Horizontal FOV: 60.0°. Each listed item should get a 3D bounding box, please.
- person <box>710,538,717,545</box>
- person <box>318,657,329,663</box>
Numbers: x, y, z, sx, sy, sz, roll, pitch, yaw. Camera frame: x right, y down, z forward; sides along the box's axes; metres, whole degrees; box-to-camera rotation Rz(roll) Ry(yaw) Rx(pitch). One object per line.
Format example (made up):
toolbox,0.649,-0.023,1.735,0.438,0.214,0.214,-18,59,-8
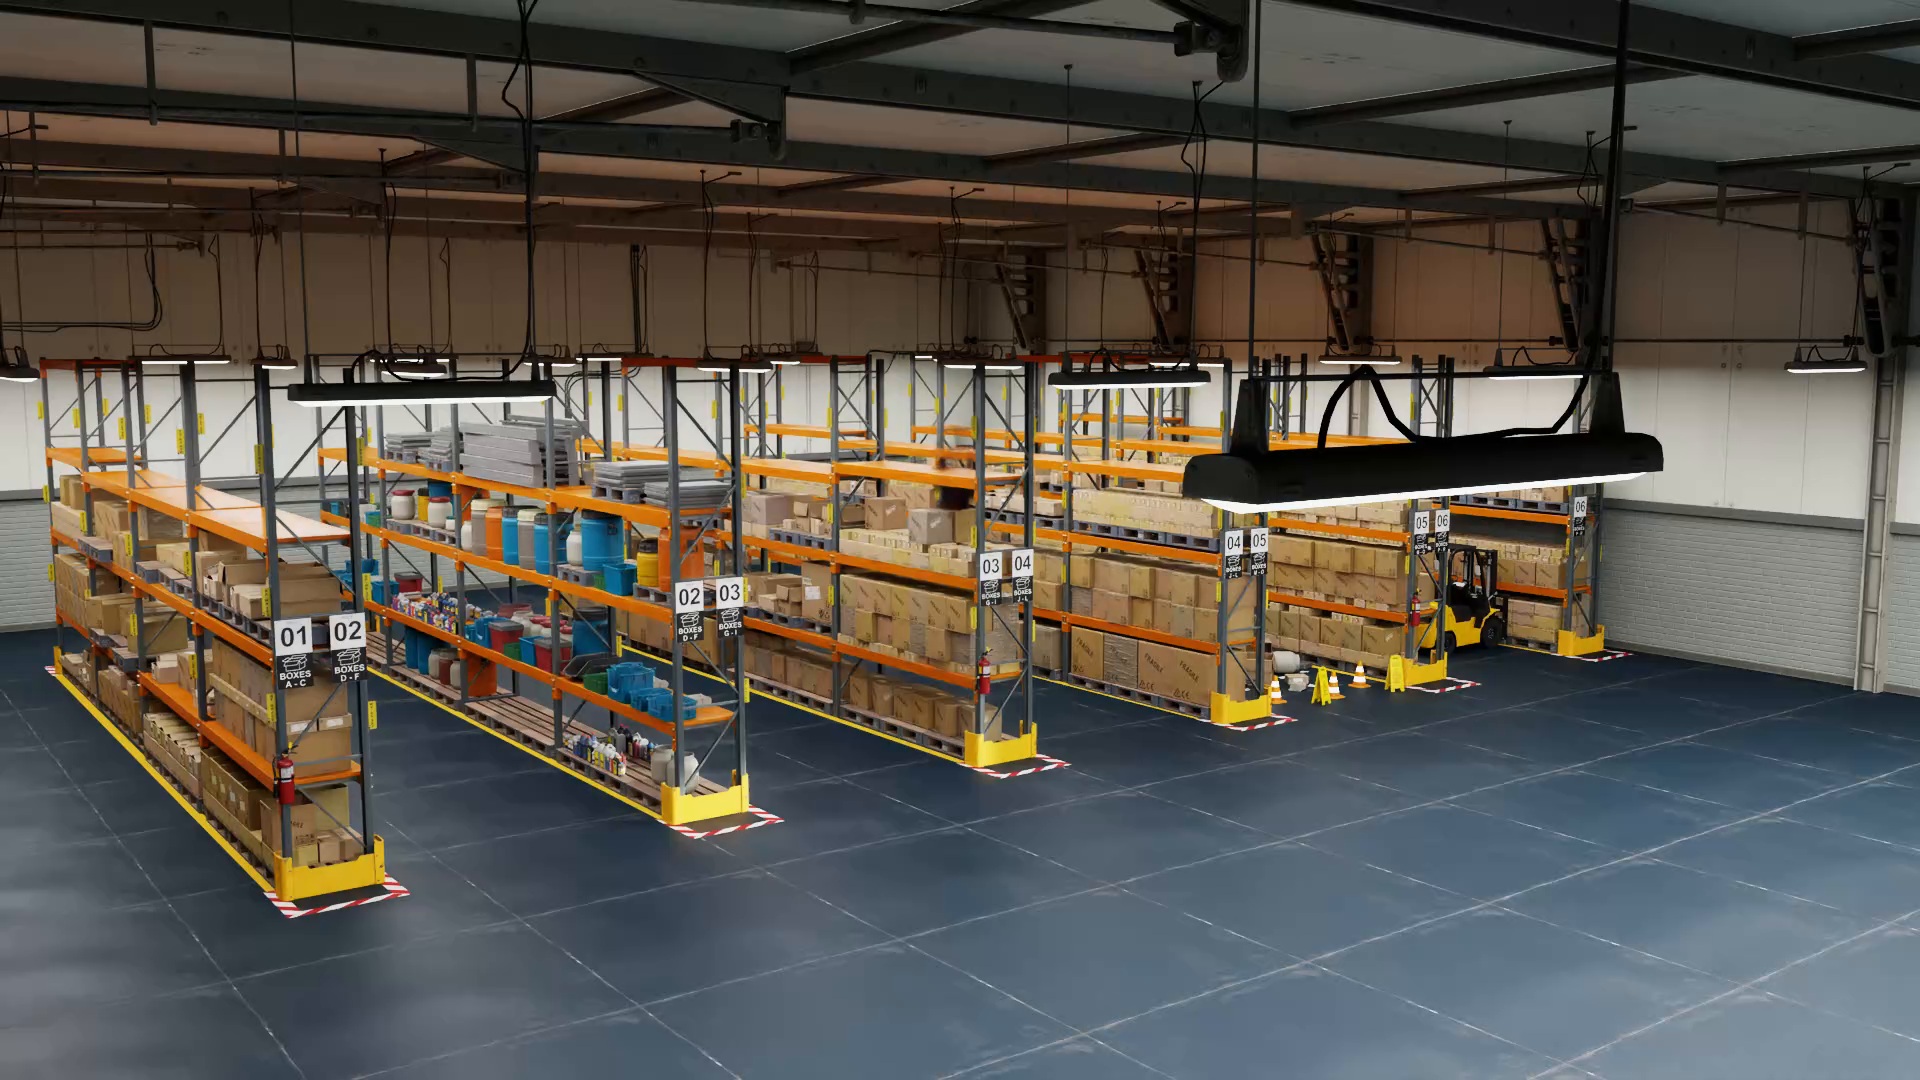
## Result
person,-6.025,0.649,41.011,0.595,1.563,0.745,5,8,34
person,-10.920,2.151,28.141,0.891,1.596,0.544,6,9,43
